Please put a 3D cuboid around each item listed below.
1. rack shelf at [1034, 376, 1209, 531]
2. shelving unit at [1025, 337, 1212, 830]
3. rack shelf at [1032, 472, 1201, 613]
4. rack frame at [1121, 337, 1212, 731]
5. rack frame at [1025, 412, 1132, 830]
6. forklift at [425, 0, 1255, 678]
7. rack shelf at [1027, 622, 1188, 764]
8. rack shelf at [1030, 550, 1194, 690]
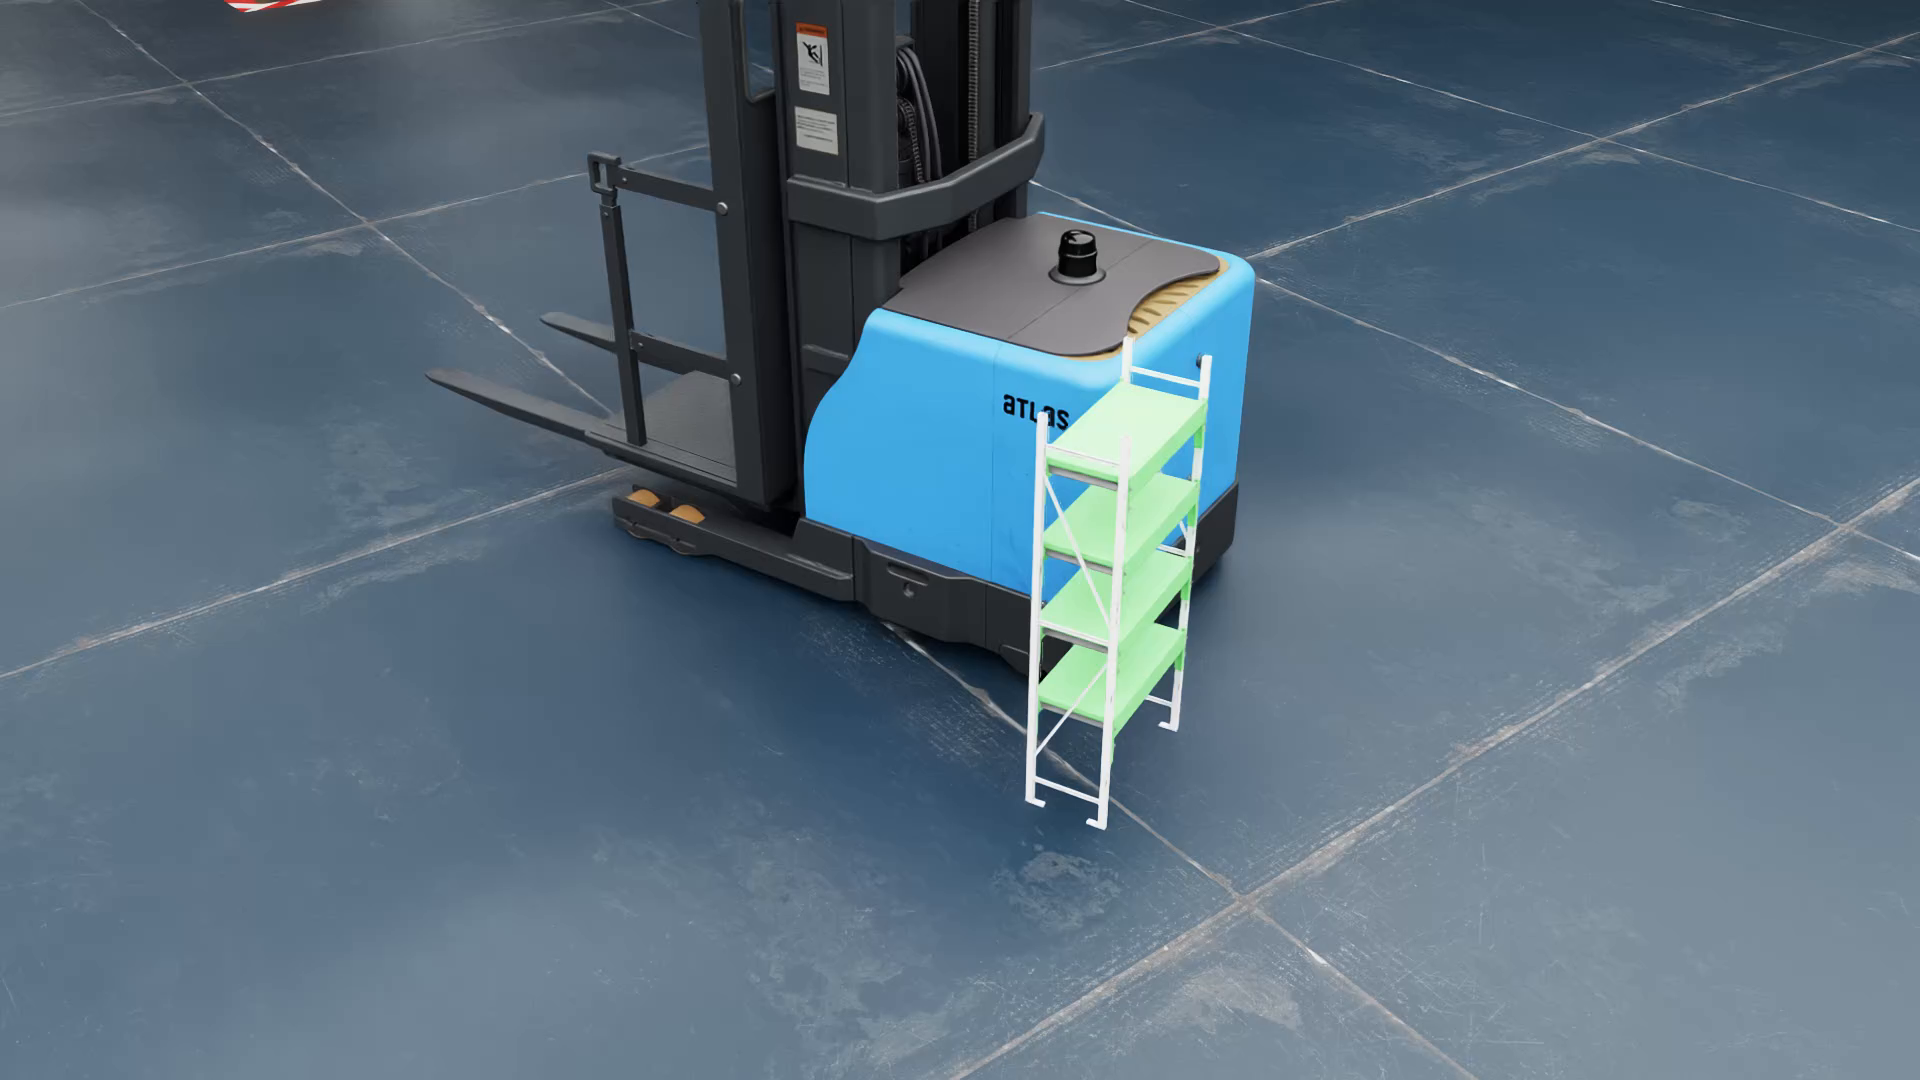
[{"bbox_3d":[0.412,-0.226,4.188,0.258,0.148,0.480,17,36,25],"label":"rack shelf"},{"bbox_3d":[0.411,0.127,4.408,0.258,1.200,0.503,17,36,25],"label":"shelving unit"},{"bbox_3d":[0.411,-0.023,4.315,0.258,0.148,0.480,17,36,25],"label":"rack shelf"},{"bbox_3d":[0.531,0.015,4.588,0.240,1.200,0.015,17,36,25],"label":"rack frame"},{"bbox_3d":[0.290,0.239,4.228,0.240,1.200,0.015,17,36,25],"label":"rack frame"},{"bbox_3d":[-0.594,-1.408,5.239,3.031,2.935,1.130,19,36,27],"label":"forklift"},{"bbox_3d":[0.410,0.385,4.569,0.258,0.148,0.480,17,36,25],"label":"rack shelf"},{"bbox_3d":[0.411,0.181,4.442,0.258,0.148,0.480,17,36,25],"label":"rack shelf"}]
